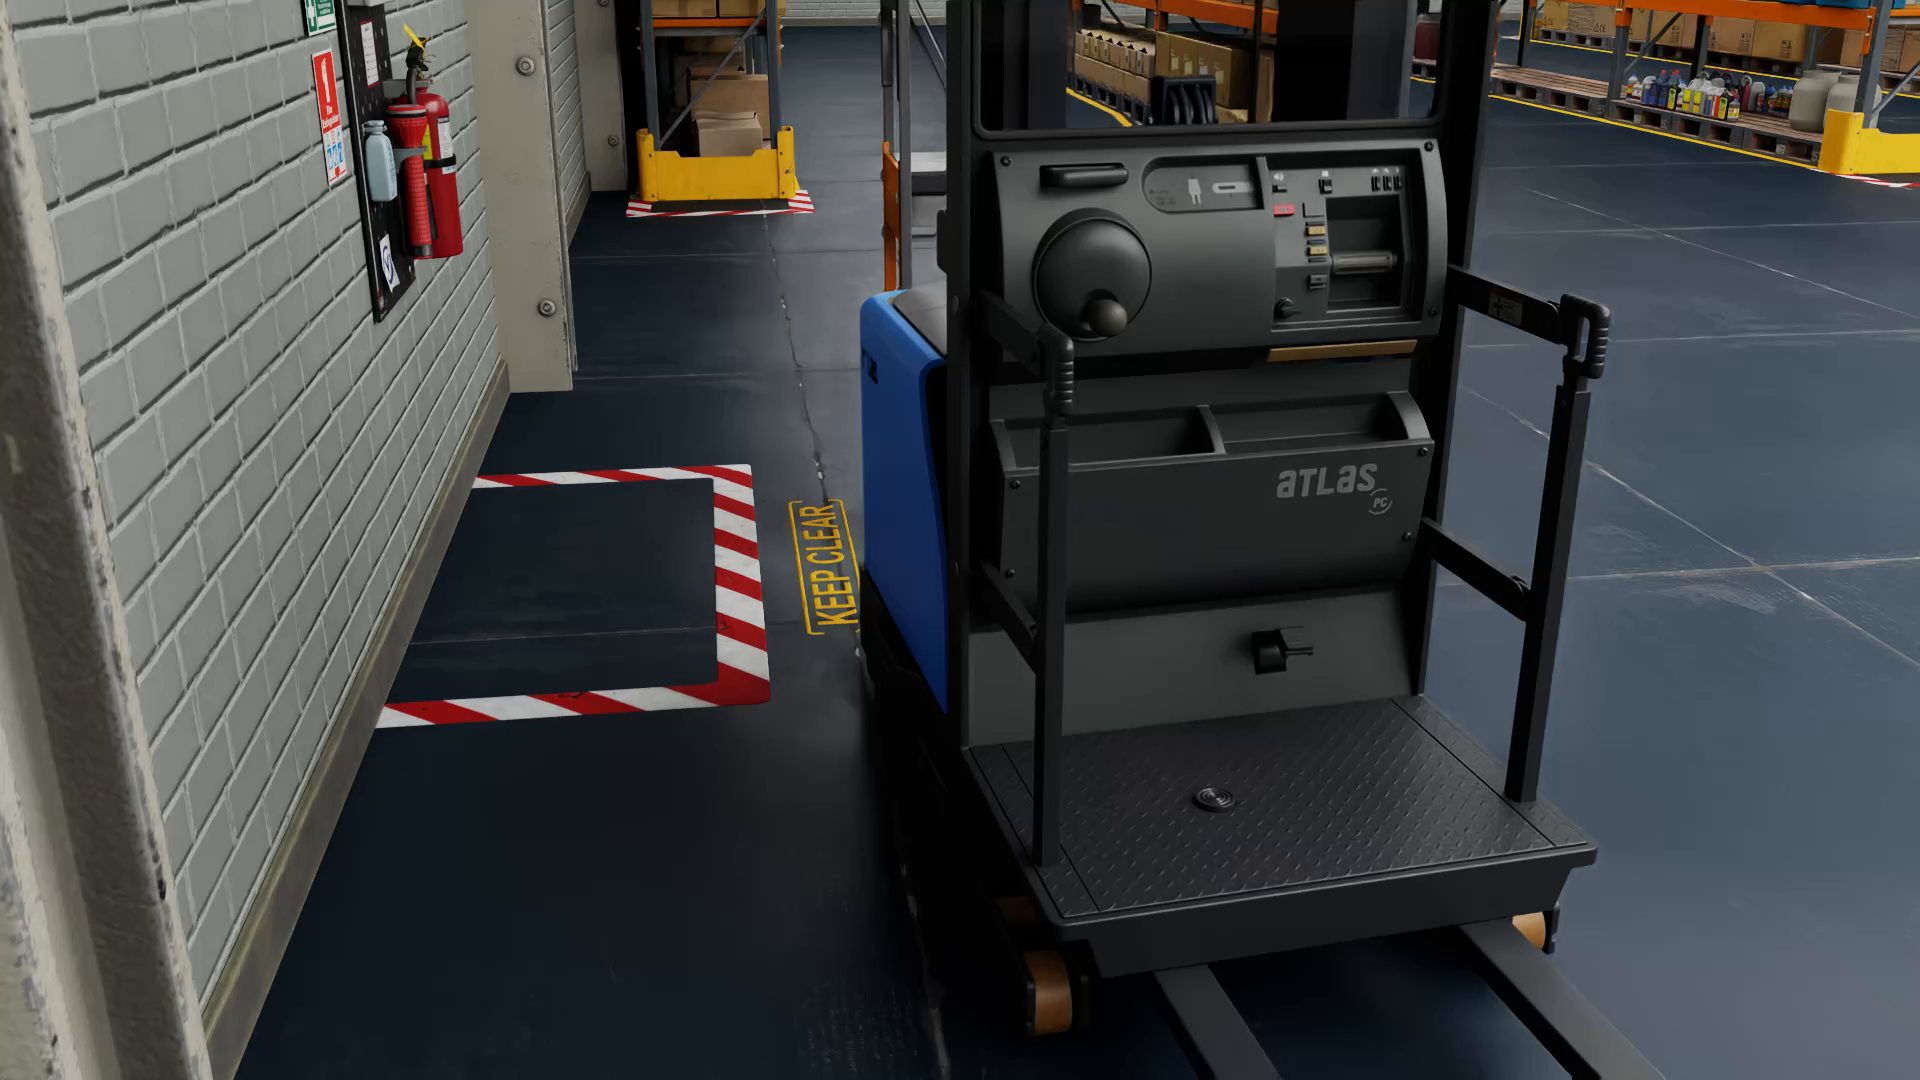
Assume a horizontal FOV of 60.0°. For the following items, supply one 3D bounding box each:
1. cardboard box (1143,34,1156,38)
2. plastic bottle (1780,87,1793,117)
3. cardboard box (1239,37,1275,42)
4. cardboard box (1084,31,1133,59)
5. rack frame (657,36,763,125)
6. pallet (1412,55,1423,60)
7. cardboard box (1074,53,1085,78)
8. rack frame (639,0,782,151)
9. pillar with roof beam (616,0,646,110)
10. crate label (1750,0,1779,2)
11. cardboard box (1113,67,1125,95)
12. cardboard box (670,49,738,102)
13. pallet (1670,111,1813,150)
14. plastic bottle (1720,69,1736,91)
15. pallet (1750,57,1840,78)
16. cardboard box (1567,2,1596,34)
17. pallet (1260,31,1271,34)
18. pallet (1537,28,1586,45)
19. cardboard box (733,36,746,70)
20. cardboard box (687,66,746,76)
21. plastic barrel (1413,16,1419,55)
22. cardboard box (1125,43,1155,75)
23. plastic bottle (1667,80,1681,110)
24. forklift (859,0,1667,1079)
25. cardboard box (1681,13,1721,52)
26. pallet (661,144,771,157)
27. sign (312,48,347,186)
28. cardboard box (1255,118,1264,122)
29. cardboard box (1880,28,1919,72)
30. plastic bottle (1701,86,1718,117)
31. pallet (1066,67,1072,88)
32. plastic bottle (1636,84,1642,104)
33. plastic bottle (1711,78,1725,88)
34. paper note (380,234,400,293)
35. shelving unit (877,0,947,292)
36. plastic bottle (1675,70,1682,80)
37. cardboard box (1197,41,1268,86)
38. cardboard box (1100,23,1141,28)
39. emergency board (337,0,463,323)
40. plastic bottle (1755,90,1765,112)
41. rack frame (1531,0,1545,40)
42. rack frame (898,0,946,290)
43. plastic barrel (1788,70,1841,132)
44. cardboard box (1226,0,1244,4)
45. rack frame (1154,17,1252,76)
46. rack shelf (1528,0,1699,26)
[{"bbox_3d":[2.371,-5.691,19.196,0.500,0.311,0.500,-3,21,-8],"label":"cardboard box"},{"bbox_3d":[7.953,-4.212,15.978,0.097,0.271,0.097,0,20,0],"label":"plastic bottle"},{"bbox_3d":[2.896,-4.422,15.528,0.500,0.500,0.500,-3,21,-8],"label":"cardboard box"},{"bbox_3d":[1.769,-5.837,19.586,0.500,0.311,0.500,-3,21,-9],"label":"cardboard box"},{"bbox_3d":[-2.424,-5.407,15.907,1.000,3.000,0.127,-3,21,-8],"label":"rack frame"},{"bbox_3d":[6.475,-6.678,23.295,1.003,0.211,1.213,-3,21,-8],"label":"pallet"},{"bbox_3d":[1.685,-5.756,20.170,0.500,0.250,0.500,-3,21,-8],"label":"cardboard box"},{"bbox_3d":[-1.848,-4.023,12.199,1.000,3.000,0.127,-3,21,-8],"label":"rack frame"},{"bbox_3d":[0.590,-9.326,17.825,9.100,9.000,0.400,-3,21,-8],"label":"pillar with roof beam"},{"bbox_3d":[7.423,-5.162,15.200,0.502,0.435,0.616,-3,21,-8],"label":"crate label"},{"bbox_3d":[1.985,-5.049,18.276,0.500,0.250,0.500,-2,21,-7],"label":"cardboard box"},{"bbox_3d":[-2.671,-4.873,17.420,0.700,0.500,0.500,-3,21,-9],"label":"cardboard box"},{"bbox_3d":[7.614,-3.943,15.971,1.003,0.211,1.213,-3,21,-8],"label":"pallet"},{"bbox_3d":[7.785,-4.597,16.896,0.144,0.351,0.185,-4,21,-10],"label":"plastic bottle"},{"bbox_3d":[11.665,-6.512,22.851,1.003,0.211,1.213,-3,21,-8],"label":"pallet"},{"bbox_3d":[10.853,-8.981,27.910,0.875,0.875,0.875,-3,21,-8],"label":"cardboard box"},{"bbox_3d":[5.730,-8.468,28.087,1.003,0.211,1.213,-3,21,-8],"label":"pallet"},{"bbox_3d":[10.743,-8.733,28.795,1.003,0.211,1.213,-3,21,-8],"label":"pallet"},{"bbox_3d":[-2.846,-5.581,19.315,0.700,0.500,0.500,-3,21,-7],"label":"cardboard box"},{"bbox_3d":[-2.235,-4.085,15.311,0.500,0.500,0.500,-4,21,-12],"label":"cardboard box"},{"bbox_3d":[6.382,-7.074,23.324,0.421,0.512,0.421,0,20,0],"label":"plastic barrel"},{"bbox_3d":[2.054,-5.136,17.707,0.500,0.311,0.500,-2,21,-6],"label":"cardboard box"},{"bbox_3d":[7.095,-4.416,16.505,0.061,0.283,0.133,-2,21,-5],"label":"plastic bottle"},{"bbox_3d":[0.573,-0.573,3.062,1.130,2.935,3.031,-5,21,-13],"label":"forklift"},{"bbox_3d":[11.369,-7.598,24.209,1.225,0.875,0.875,-4,21,-10],"label":"cardboard box"},{"bbox_3d":[-1.941,-3.026,13.515,1.003,0.211,1.213,-3,21,-8],"label":"pallet"},{"bbox_3d":[-1.644,-1.106,4.340,0.001,0.329,0.234,-3,21,-8],"label":"sign"},{"bbox_3d":[2.684,-3.353,13.736,0.500,0.250,0.500,-3,21,-8],"label":"cardboard box"},{"bbox_3d":[11.913,-6.155,20.851,0.700,0.500,0.500,-5,21,-12],"label":"cardboard box"},{"bbox_3d":[7.228,-4.203,15.946,0.152,0.276,0.135,-3,21,-9],"label":"plastic bottle"},{"bbox_3d":[1.830,-5.998,21.473,1.003,0.211,1.213,-3,21,-8],"label":"pallet"},{"bbox_3d":[7.021,-4.600,17.115,0.097,0.201,0.097,0,20,0],"label":"plastic bottle"},{"bbox_3d":[7.642,-4.546,16.865,0.152,0.276,0.135,-3,21,-8],"label":"plastic bottle"},{"bbox_3d":[-1.664,-0.809,4.854,0.016,0.148,0.142,-3,21,-8],"label":"paper note"},{"bbox_3d":[-0.024,-1.041,5.502,0.431,2.100,0.503,-3,21,-8],"label":"shelving unit"},{"bbox_3d":[7.227,-4.579,16.847,0.144,0.351,0.185,-3,21,-8],"label":"plastic bottle"},{"bbox_3d":[2.452,-4.223,14.994,0.500,0.500,0.500,-3,21,-8],"label":"cardboard box"},{"bbox_3d":[2.036,-6.432,21.593,0.500,0.500,0.500,-4,21,-10],"label":"cardboard box"},{"bbox_3d":[-1.621,-1.286,4.873,0.194,1.169,0.643,-3,21,-8],"label":"emergency board"},{"bbox_3d":[7.895,-4.320,16.365,0.097,0.201,0.097,0,20,0],"label":"plastic bottle"},{"bbox_3d":[10.551,-10.312,29.038,1.000,3.000,0.127,-3,21,-8],"label":"rack frame"},{"bbox_3d":[0.011,-0.956,5.276,0.400,2.100,0.015,-3,21,-8],"label":"rack frame"},{"bbox_3d":[7.713,-3.951,14.963,0.421,0.512,0.421,0,20,0],"label":"plastic barrel"},{"bbox_3d":[2.773,-5.019,14.723,0.700,0.500,0.500,-2,21,-6],"label":"cardboard box"},{"bbox_3d":[2.477,-5.659,16.580,1.000,3.000,0.127,-3,21,-8],"label":"rack frame"},{"bbox_3d":[7.091,-6.263,19.225,1.077,0.370,4.000,-3,21,-8],"label":"rack shelf"}]
